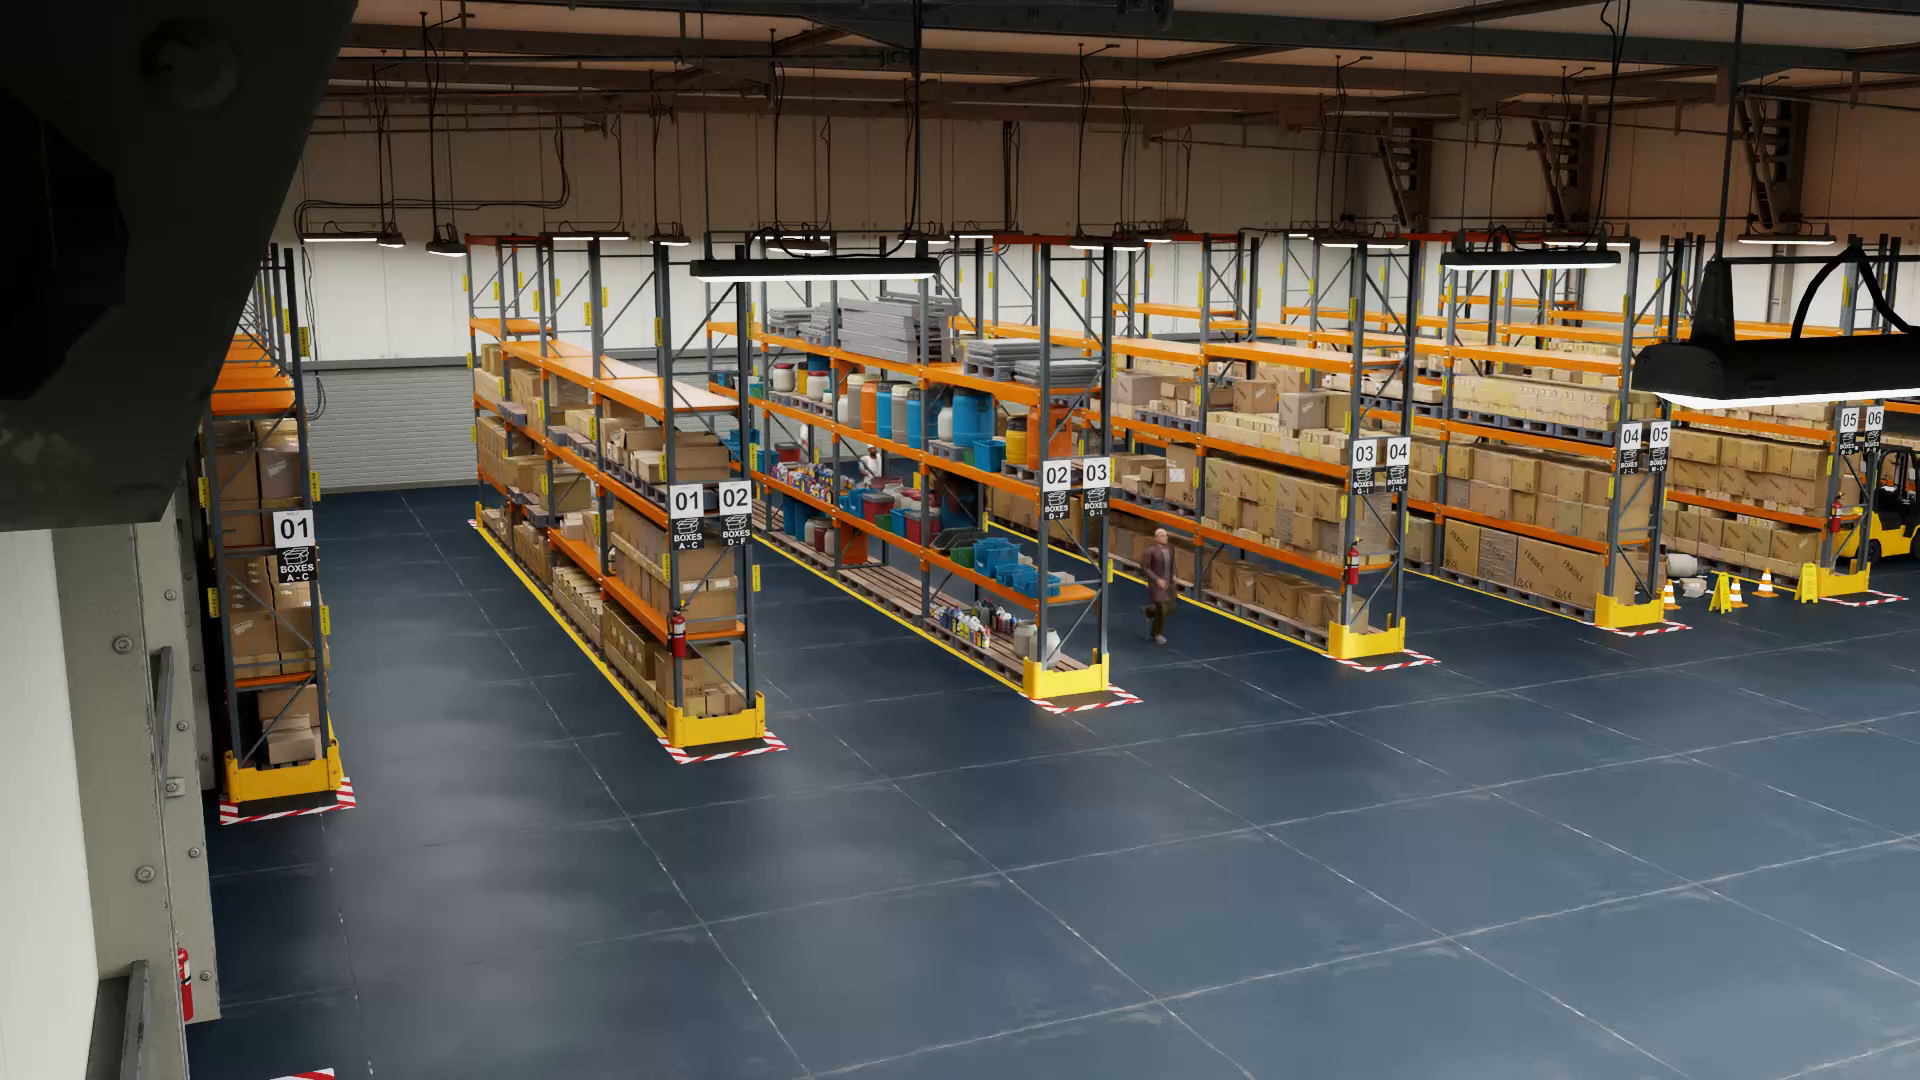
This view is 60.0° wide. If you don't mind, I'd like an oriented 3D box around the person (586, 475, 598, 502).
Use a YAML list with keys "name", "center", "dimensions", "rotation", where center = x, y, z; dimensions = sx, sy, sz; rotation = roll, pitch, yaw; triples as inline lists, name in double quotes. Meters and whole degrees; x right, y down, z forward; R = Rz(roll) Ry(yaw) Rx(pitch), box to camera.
- name: "person"
  center: [-7.878, -1.336, 35.379]
  dimensions: [0.684, 1.795, 0.926]
  rotation: [-11, 15, -44]

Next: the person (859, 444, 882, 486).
- name: "person"
  center: [-1.766, -1.136, 34.305]
  dimensions: [0.700, 1.790, 0.689]
  rotation: [-7, 13, -32]

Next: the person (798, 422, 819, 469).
- name: "person"
  center: [-3.700, -2.149, 39.776]
  dimensions: [0.673, 1.740, 0.702]
  rotation: [0, 11, -2]

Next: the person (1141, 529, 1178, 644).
- name: "person"
  center: [2.999, 0.677, 25.110]
  dimensions: [0.723, 1.748, 0.713]
  rotation: [-8, 13, -35]
